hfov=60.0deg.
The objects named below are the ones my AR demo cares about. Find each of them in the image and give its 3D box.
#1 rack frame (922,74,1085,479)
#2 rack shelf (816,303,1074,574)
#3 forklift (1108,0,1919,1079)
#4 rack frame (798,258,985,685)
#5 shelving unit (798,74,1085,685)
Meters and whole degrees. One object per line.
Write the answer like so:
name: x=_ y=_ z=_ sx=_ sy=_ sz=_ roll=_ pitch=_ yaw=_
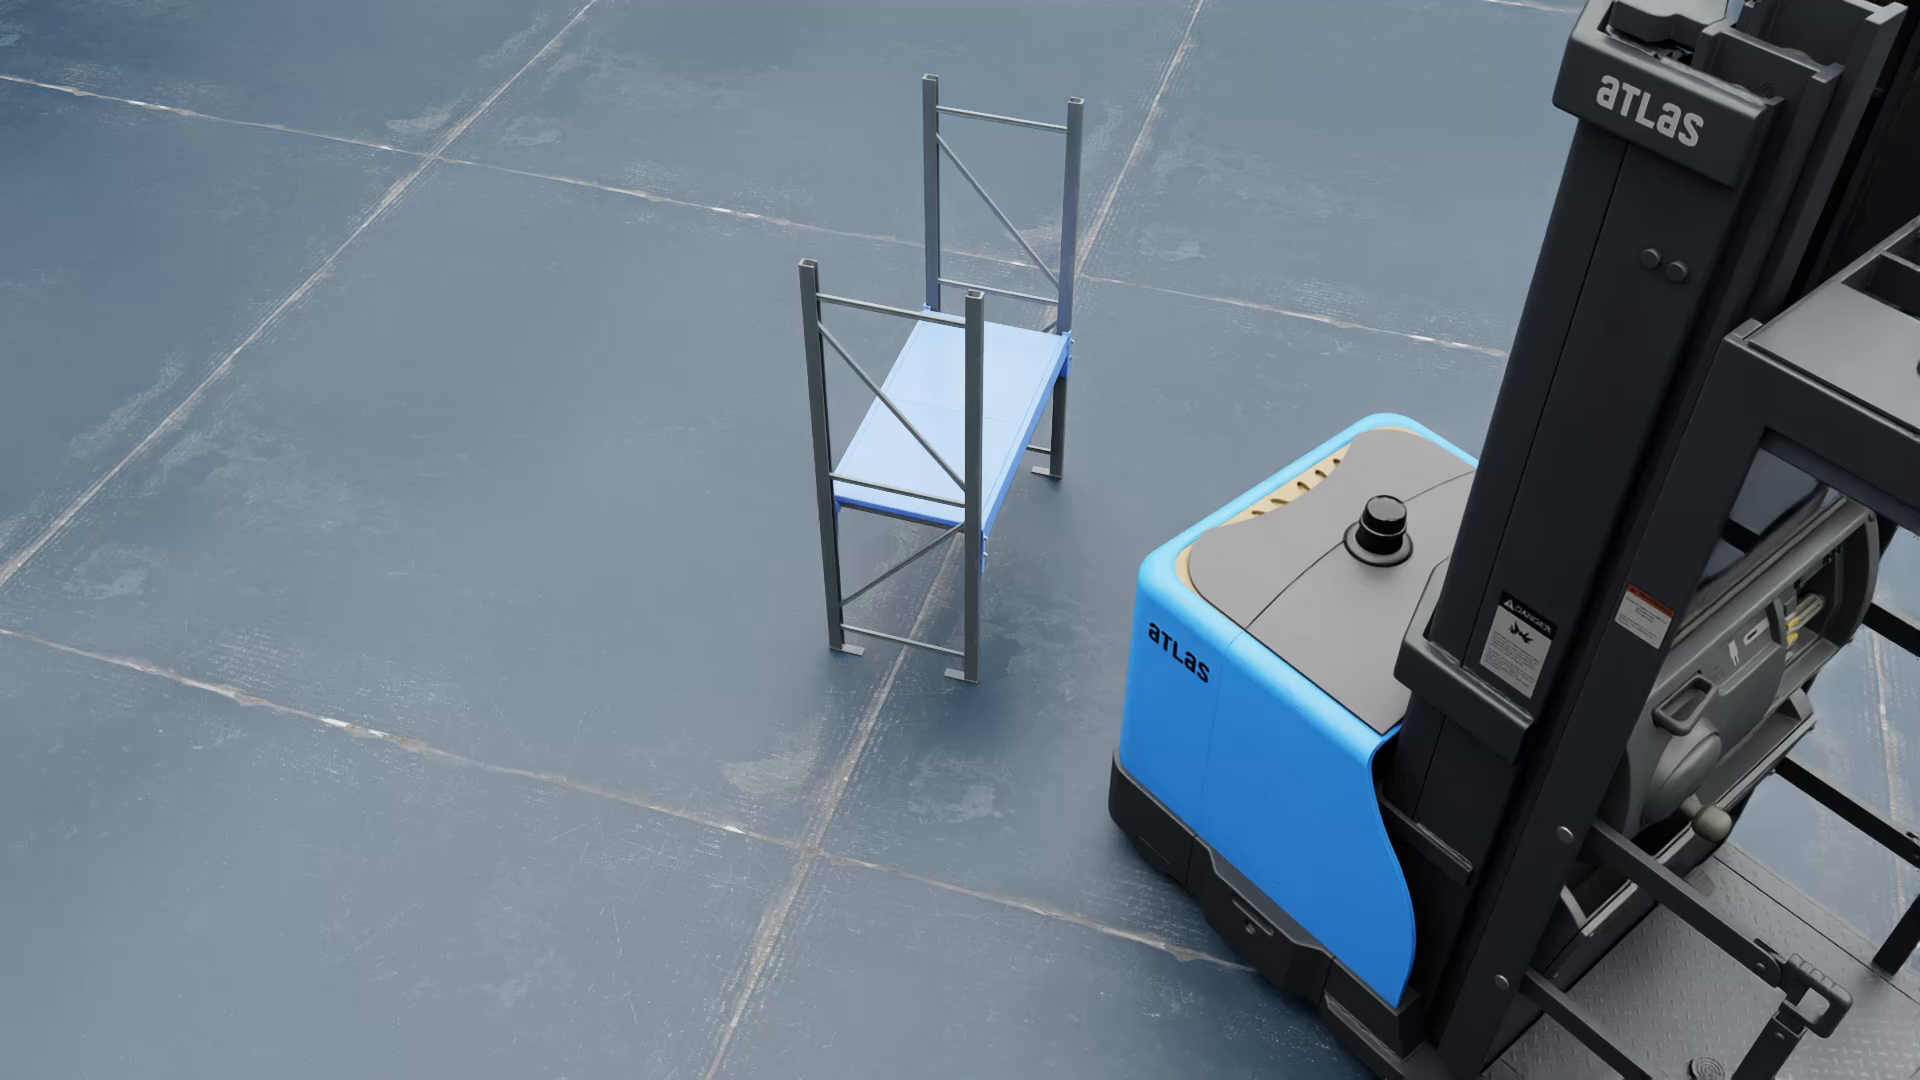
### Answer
rack frame: x=0.128 y=-0.818 z=5.514 sx=0.500 sy=1.500 sz=0.032 roll=13 pitch=46 yaw=12
rack shelf: x=-0.026 y=-0.351 z=5.293 sx=0.538 sy=0.185 sz=1.000 roll=13 pitch=46 yaw=12
forklift: x=1.762 y=0.350 z=3.297 sx=1.130 sy=2.935 sz=3.031 roll=-30 pitch=52 yaw=-27
rack frame: x=-0.180 y=-0.140 z=4.821 sx=0.500 sy=1.500 sz=0.032 roll=13 pitch=46 yaw=12
shelving unit: x=-0.026 y=-0.479 z=5.167 sx=0.538 sy=1.500 sz=1.048 roll=13 pitch=46 yaw=12
